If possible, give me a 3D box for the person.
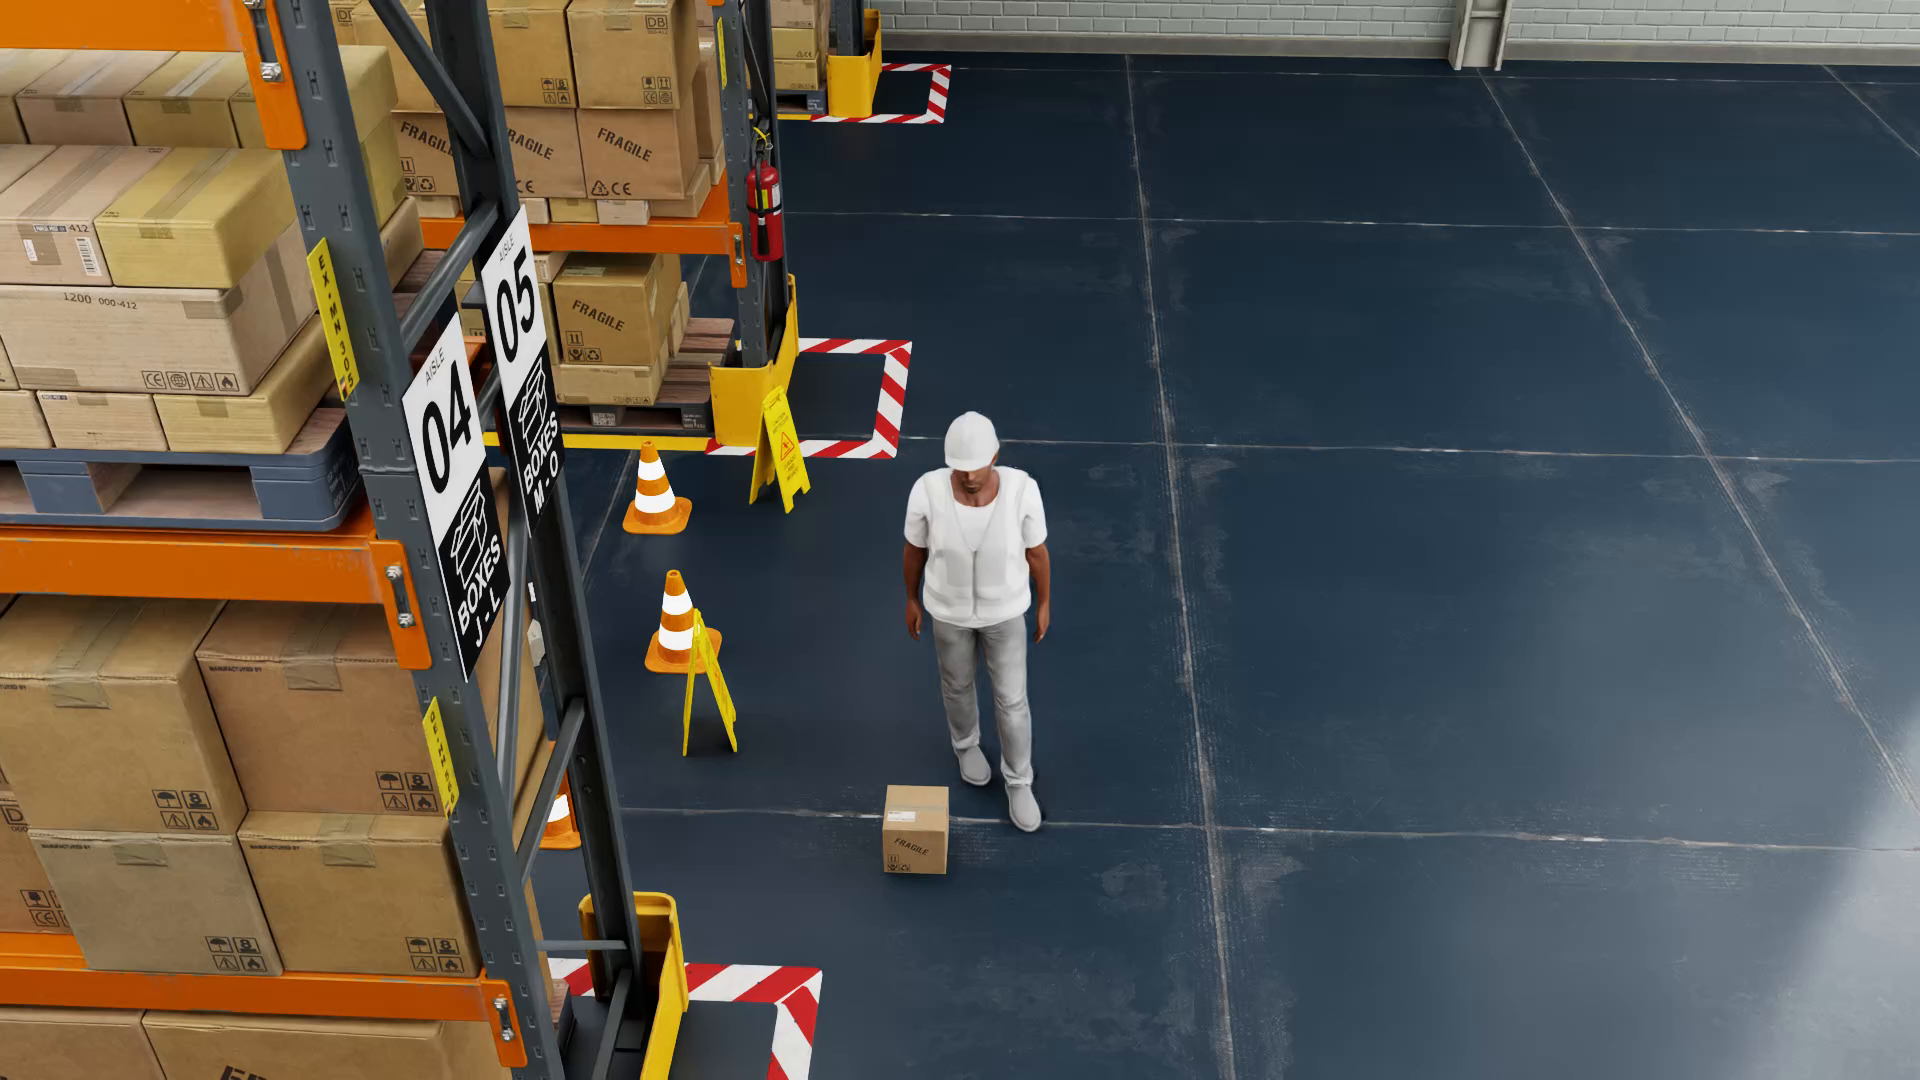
[{"bbox_3d":[0.062,0.334,6.616,0.596,1.768,0.585,1,36,2],"label":"person"}]
